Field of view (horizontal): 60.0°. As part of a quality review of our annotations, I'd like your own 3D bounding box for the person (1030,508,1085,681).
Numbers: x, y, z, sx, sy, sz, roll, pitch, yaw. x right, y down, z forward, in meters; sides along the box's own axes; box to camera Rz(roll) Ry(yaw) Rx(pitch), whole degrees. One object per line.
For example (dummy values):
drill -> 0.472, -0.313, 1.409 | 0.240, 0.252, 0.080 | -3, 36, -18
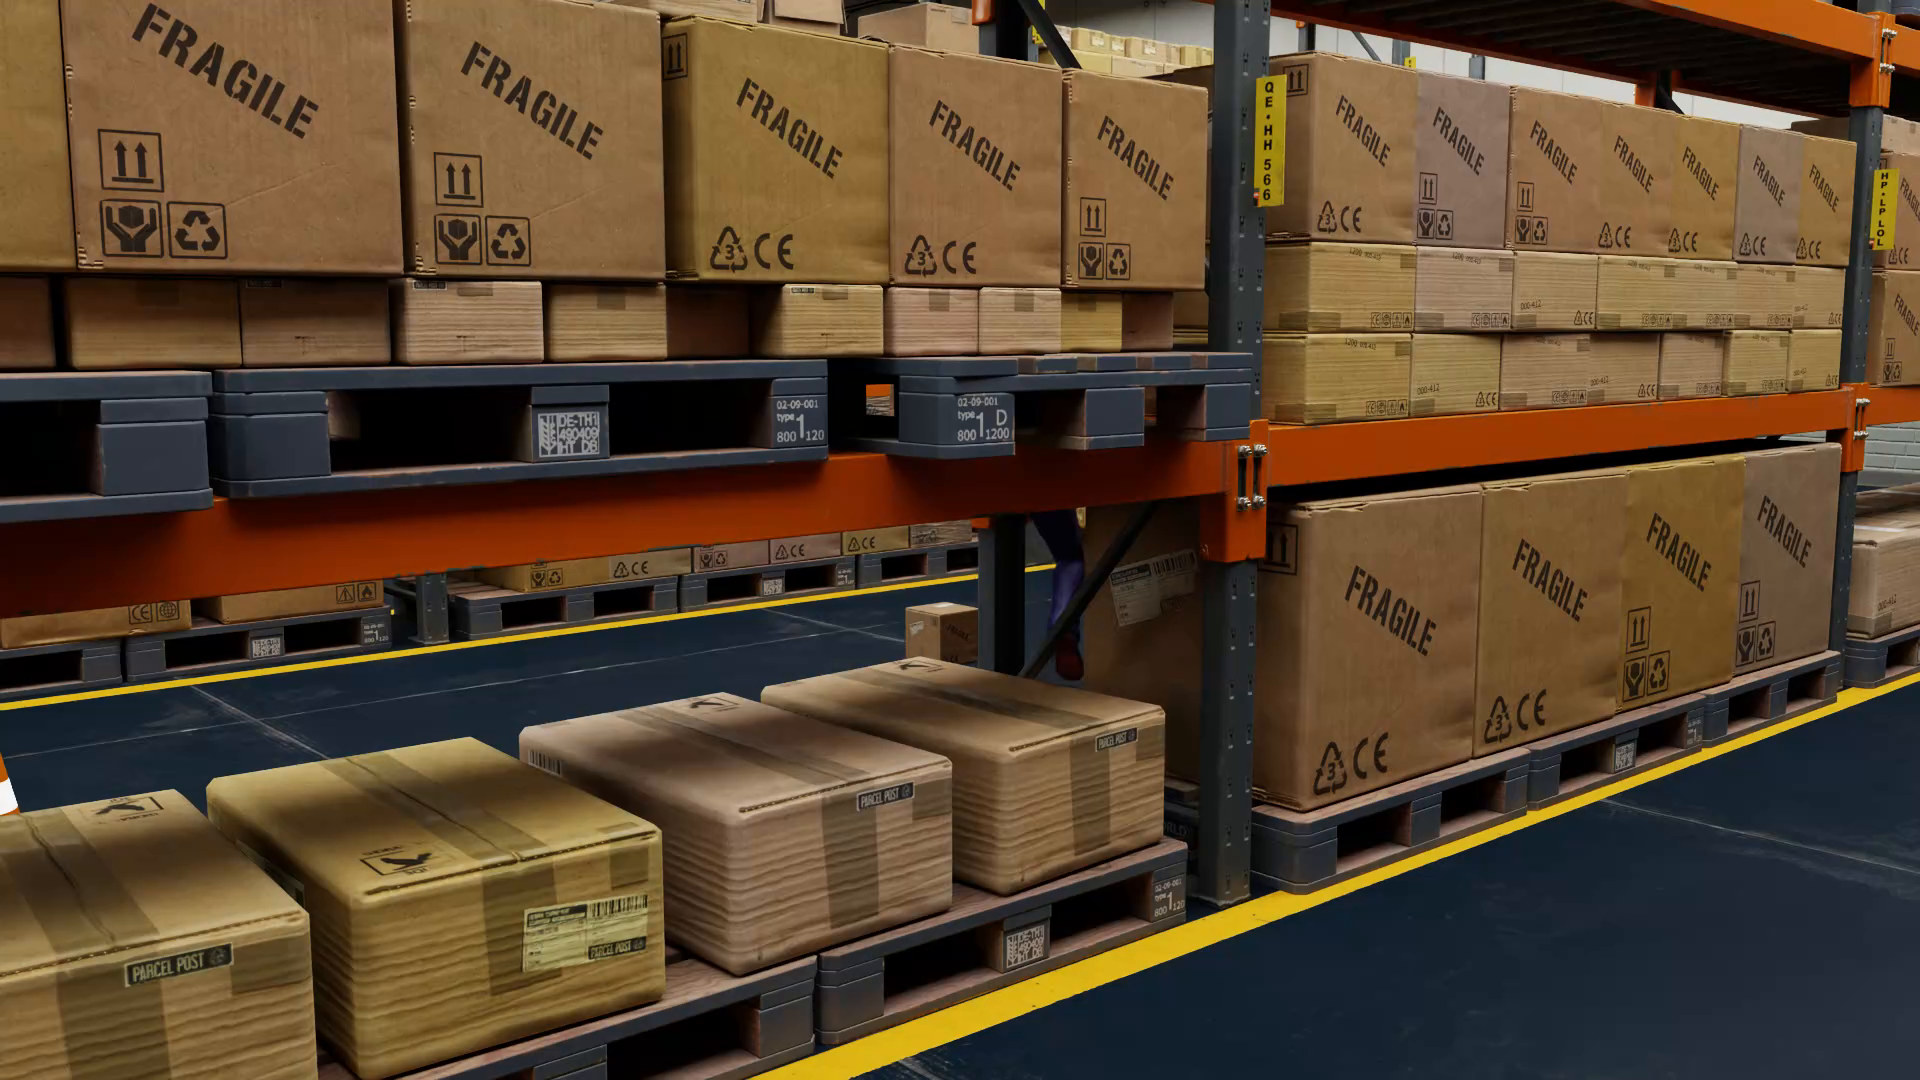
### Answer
person -> 0.295, -0.200, 7.245 | 0.548, 1.636, 0.498 | 0, 8, -2
